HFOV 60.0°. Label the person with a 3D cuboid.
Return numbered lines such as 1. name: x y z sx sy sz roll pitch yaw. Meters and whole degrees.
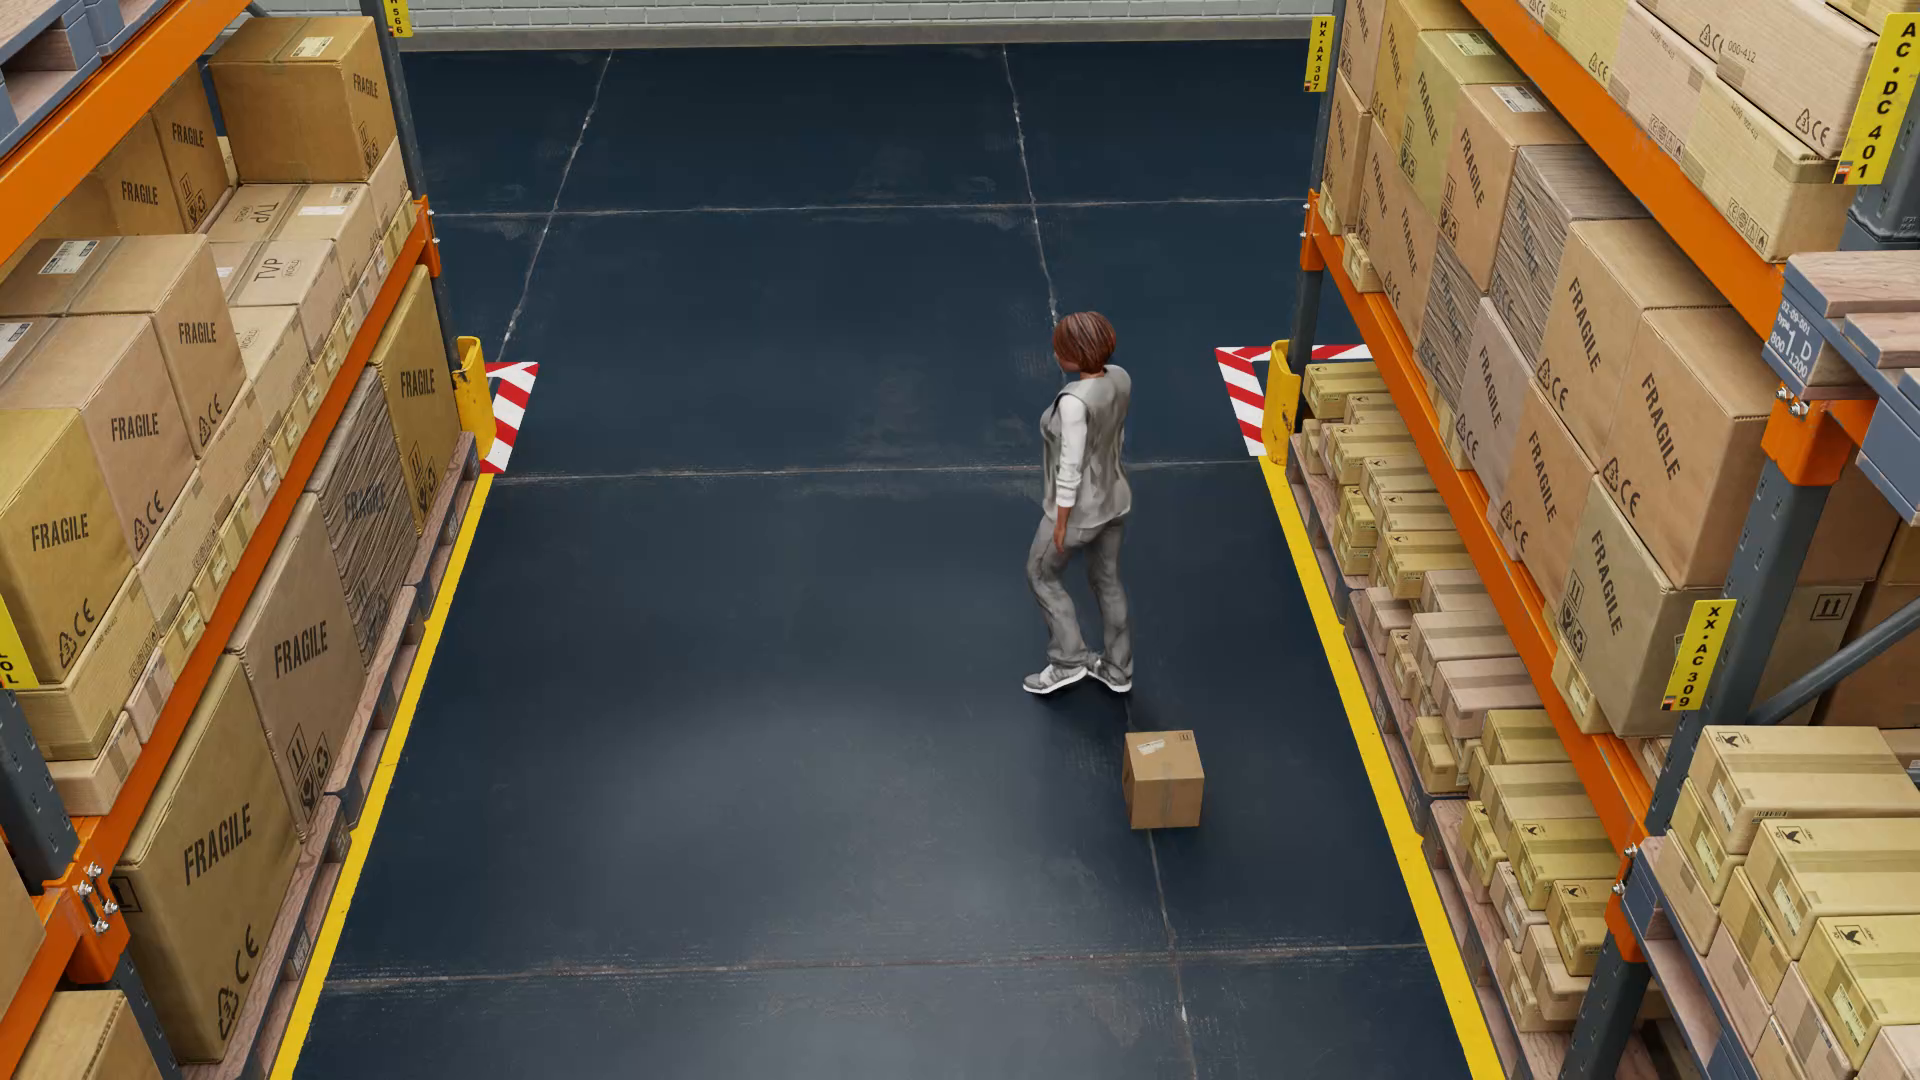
1. person: 0.514 -0.089 6.274 0.457 1.610 0.455 28 44 33
